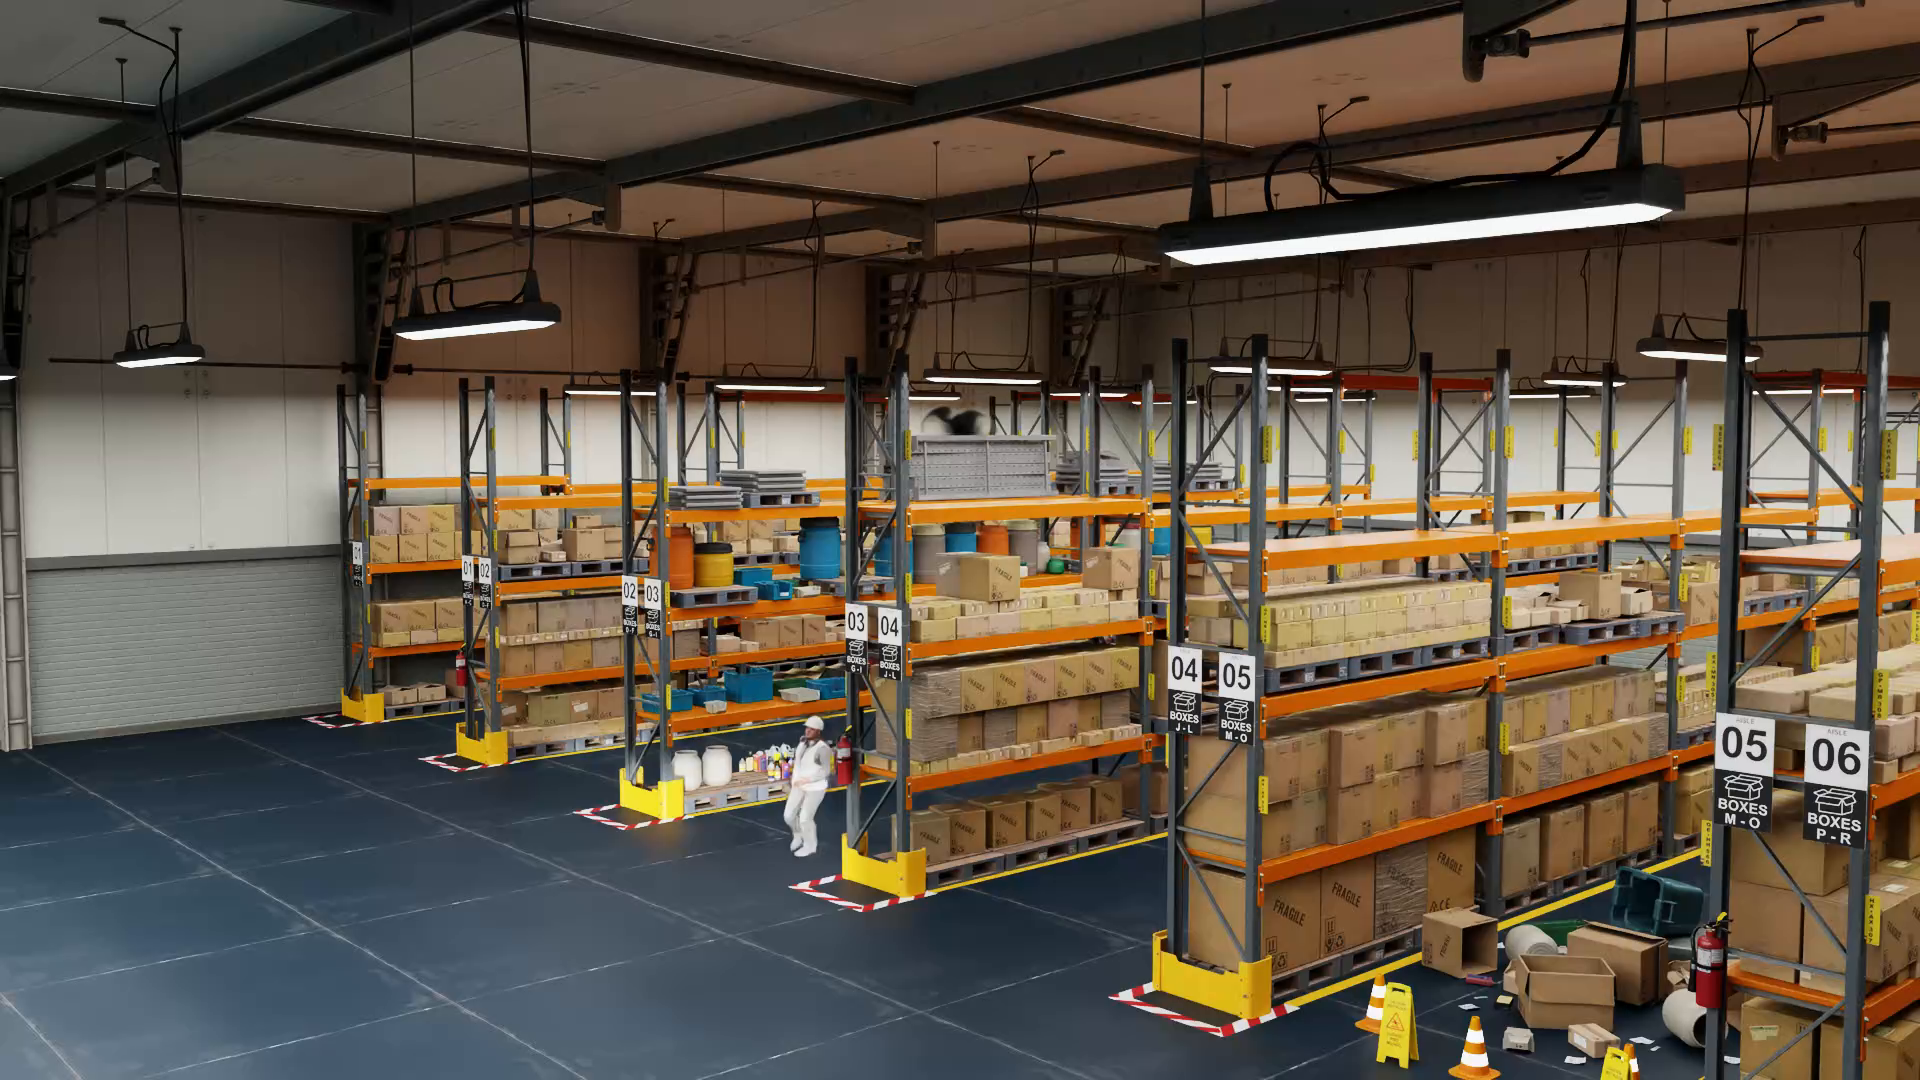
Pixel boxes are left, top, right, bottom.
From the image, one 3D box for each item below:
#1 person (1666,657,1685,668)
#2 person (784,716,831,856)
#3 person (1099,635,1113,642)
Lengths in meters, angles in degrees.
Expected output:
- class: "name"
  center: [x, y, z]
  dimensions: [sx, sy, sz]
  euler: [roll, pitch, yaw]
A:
- class: "person"
  center: [10.803, 2.576, 24.951]
  dimensions: [0.783, 1.675, 0.665]
  euler: [-3, 5, -36]
- class: "person"
  center: [-1.858, 2.985, 20.107]
  dimensions: [0.644, 1.741, 0.555]
  euler: [3, 5, 35]
- class: "person"
  center: [2.560, 2.017, 30.890]
  dimensions: [0.605, 1.696, 0.764]
  euler: [3, 5, 43]
